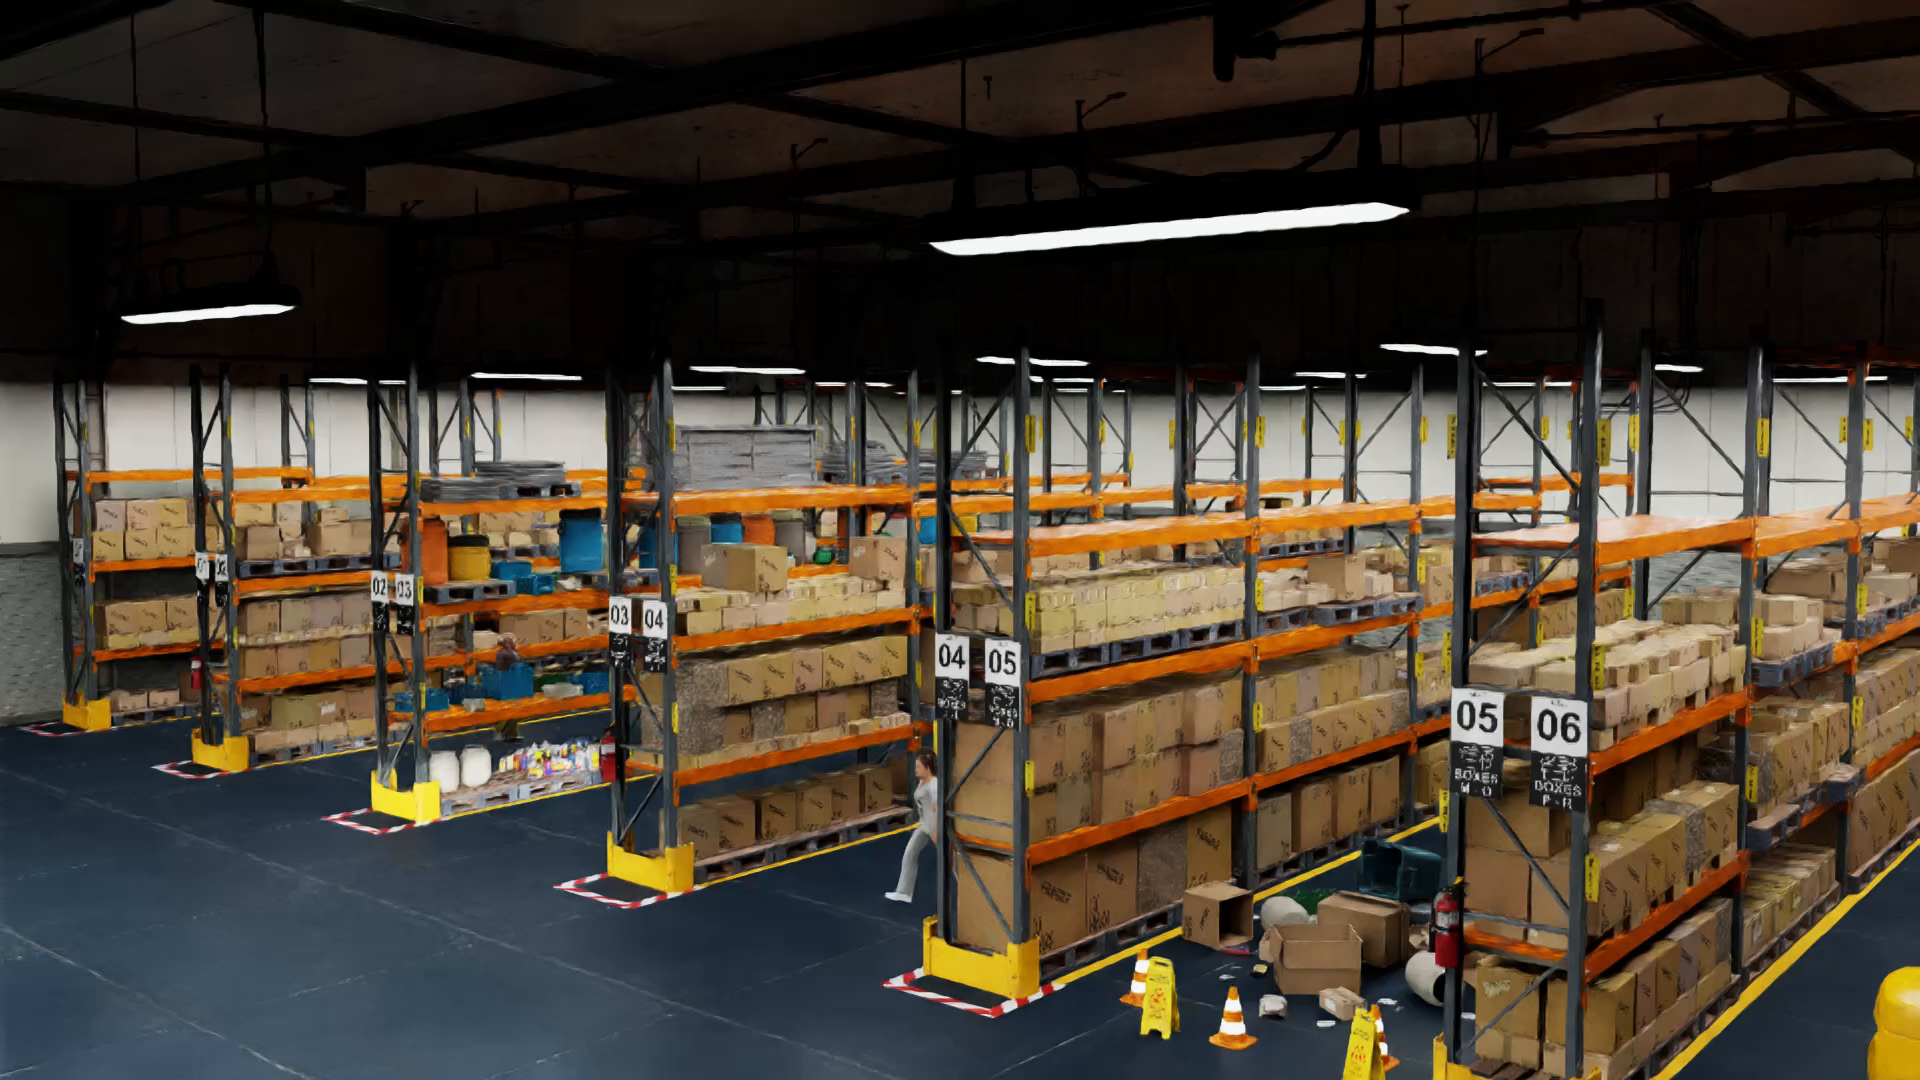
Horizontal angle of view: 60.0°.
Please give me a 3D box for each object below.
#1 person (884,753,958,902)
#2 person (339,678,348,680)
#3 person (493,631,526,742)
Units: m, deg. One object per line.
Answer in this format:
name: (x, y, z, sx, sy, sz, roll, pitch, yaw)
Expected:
person: (-0.301, 3.076, 17.788, 0.955, 1.617, 0.486, -2, 5, -27)
person: (-10.983, 2.243, 29.459, 0.407, 1.594, 0.458, 1, 4, 11)
person: (-7.220, 2.355, 26.629, 0.517, 1.775, 0.634, 1, 4, 13)
